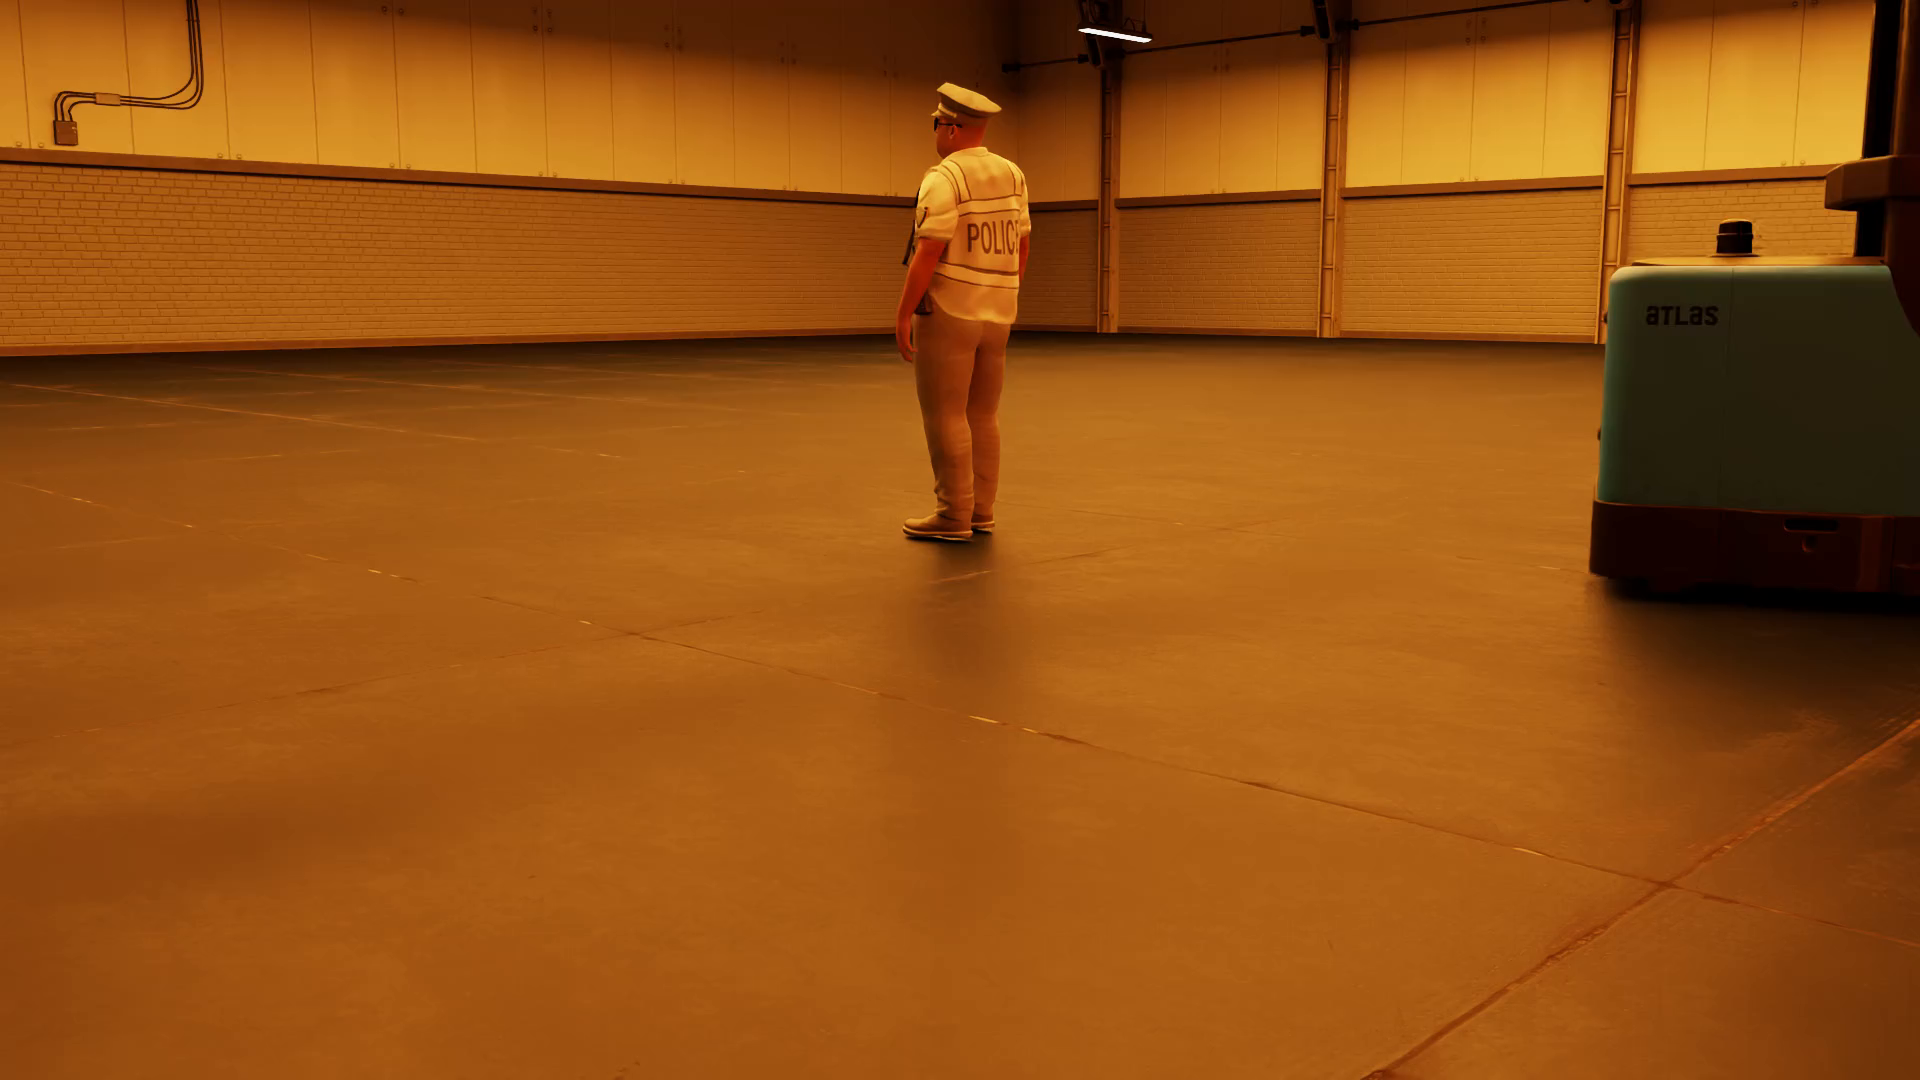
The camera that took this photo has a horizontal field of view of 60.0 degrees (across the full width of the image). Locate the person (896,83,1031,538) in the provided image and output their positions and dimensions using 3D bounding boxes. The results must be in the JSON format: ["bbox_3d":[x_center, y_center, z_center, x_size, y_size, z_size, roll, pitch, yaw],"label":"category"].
[{"bbox_3d":[-0.048,-0.898,6.645,0.574,1.780,0.641,8,12,43],"label":"person"}]

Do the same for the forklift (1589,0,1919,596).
[{"bbox_3d":[3.667,-1.253,5.192,3.031,2.935,1.130,3,9,21],"label":"forklift"}]
